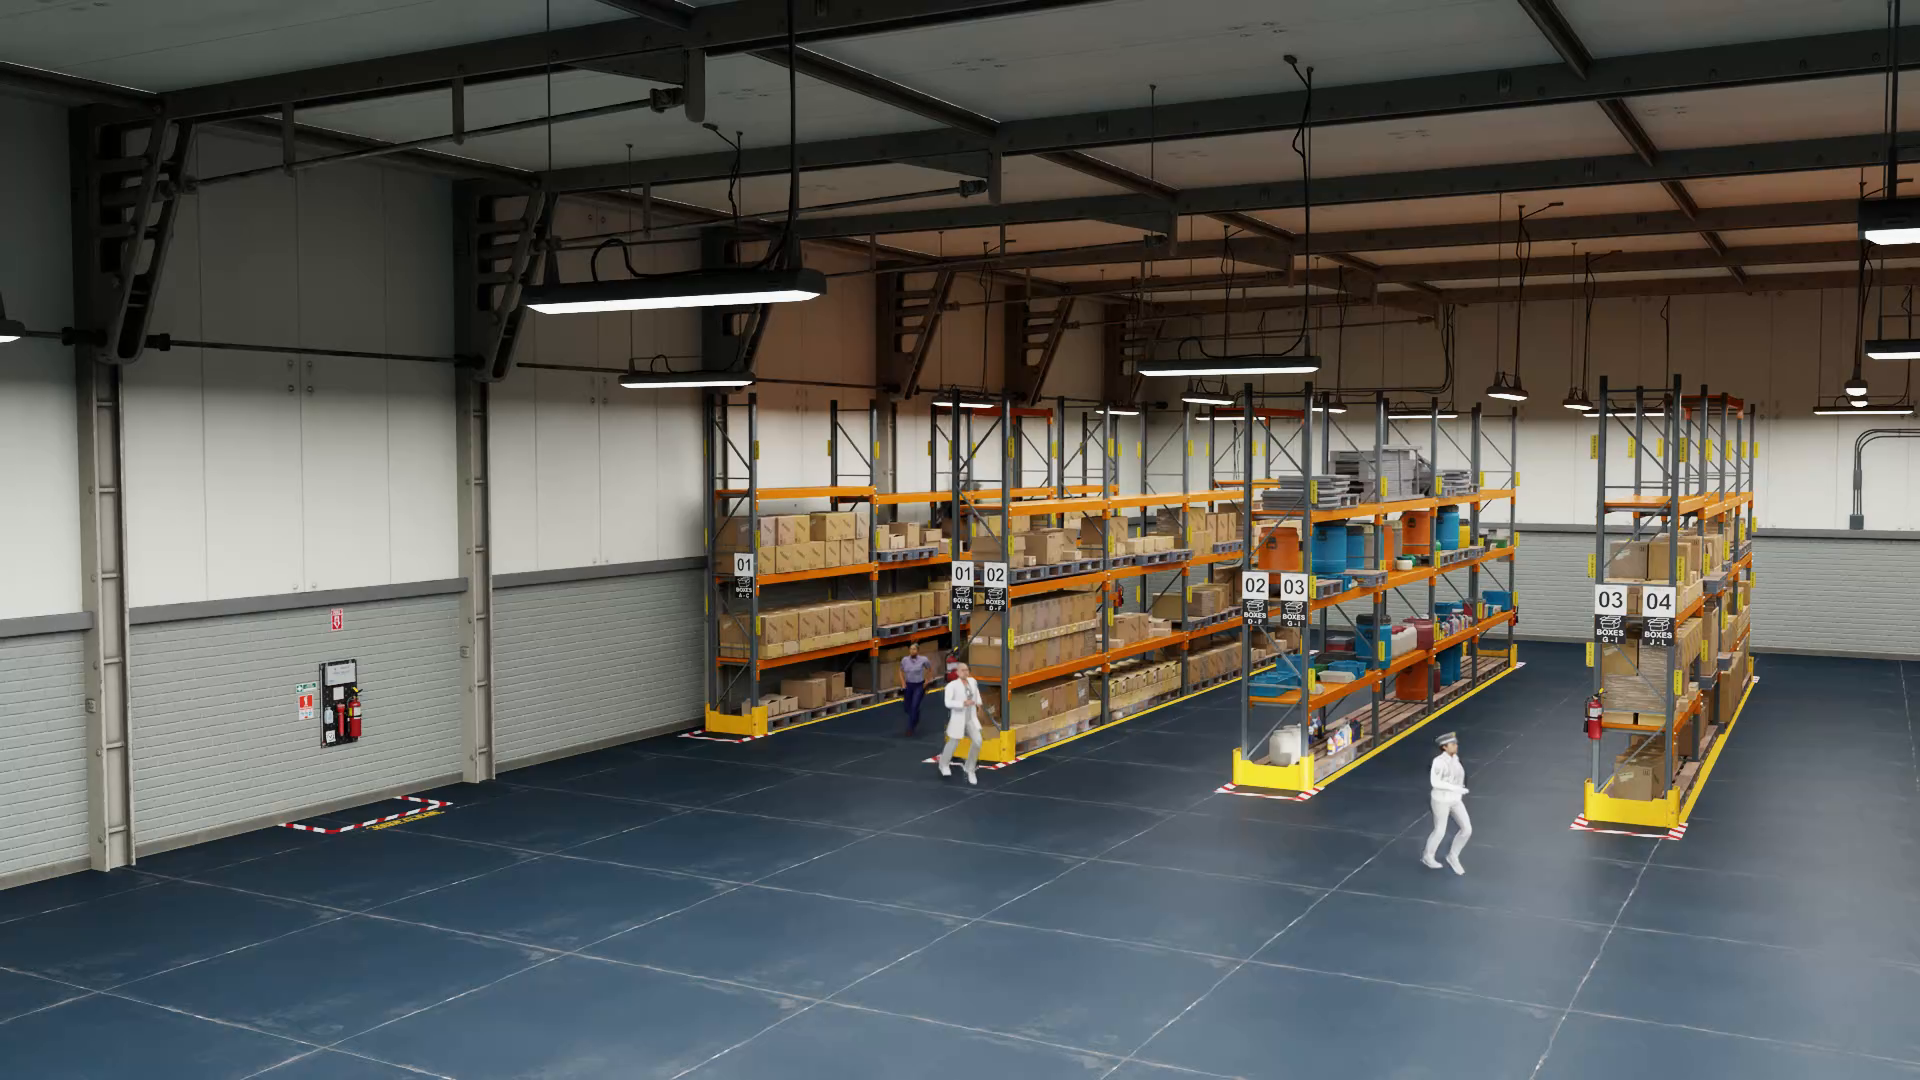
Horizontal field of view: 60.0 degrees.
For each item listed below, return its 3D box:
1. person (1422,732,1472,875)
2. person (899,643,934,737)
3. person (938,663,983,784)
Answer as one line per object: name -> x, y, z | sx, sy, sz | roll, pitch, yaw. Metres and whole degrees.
person -> 5.760, 3.107, 19.633 | 0.601, 1.706, 0.704 | -2, 4, -33
person -> -0.781, 2.624, 29.376 | 0.630, 1.632, 0.759 | 1, 3, 15
person -> 0.045, 2.762, 25.150 | 0.731, 1.829, 0.975 | -2, 3, -27
